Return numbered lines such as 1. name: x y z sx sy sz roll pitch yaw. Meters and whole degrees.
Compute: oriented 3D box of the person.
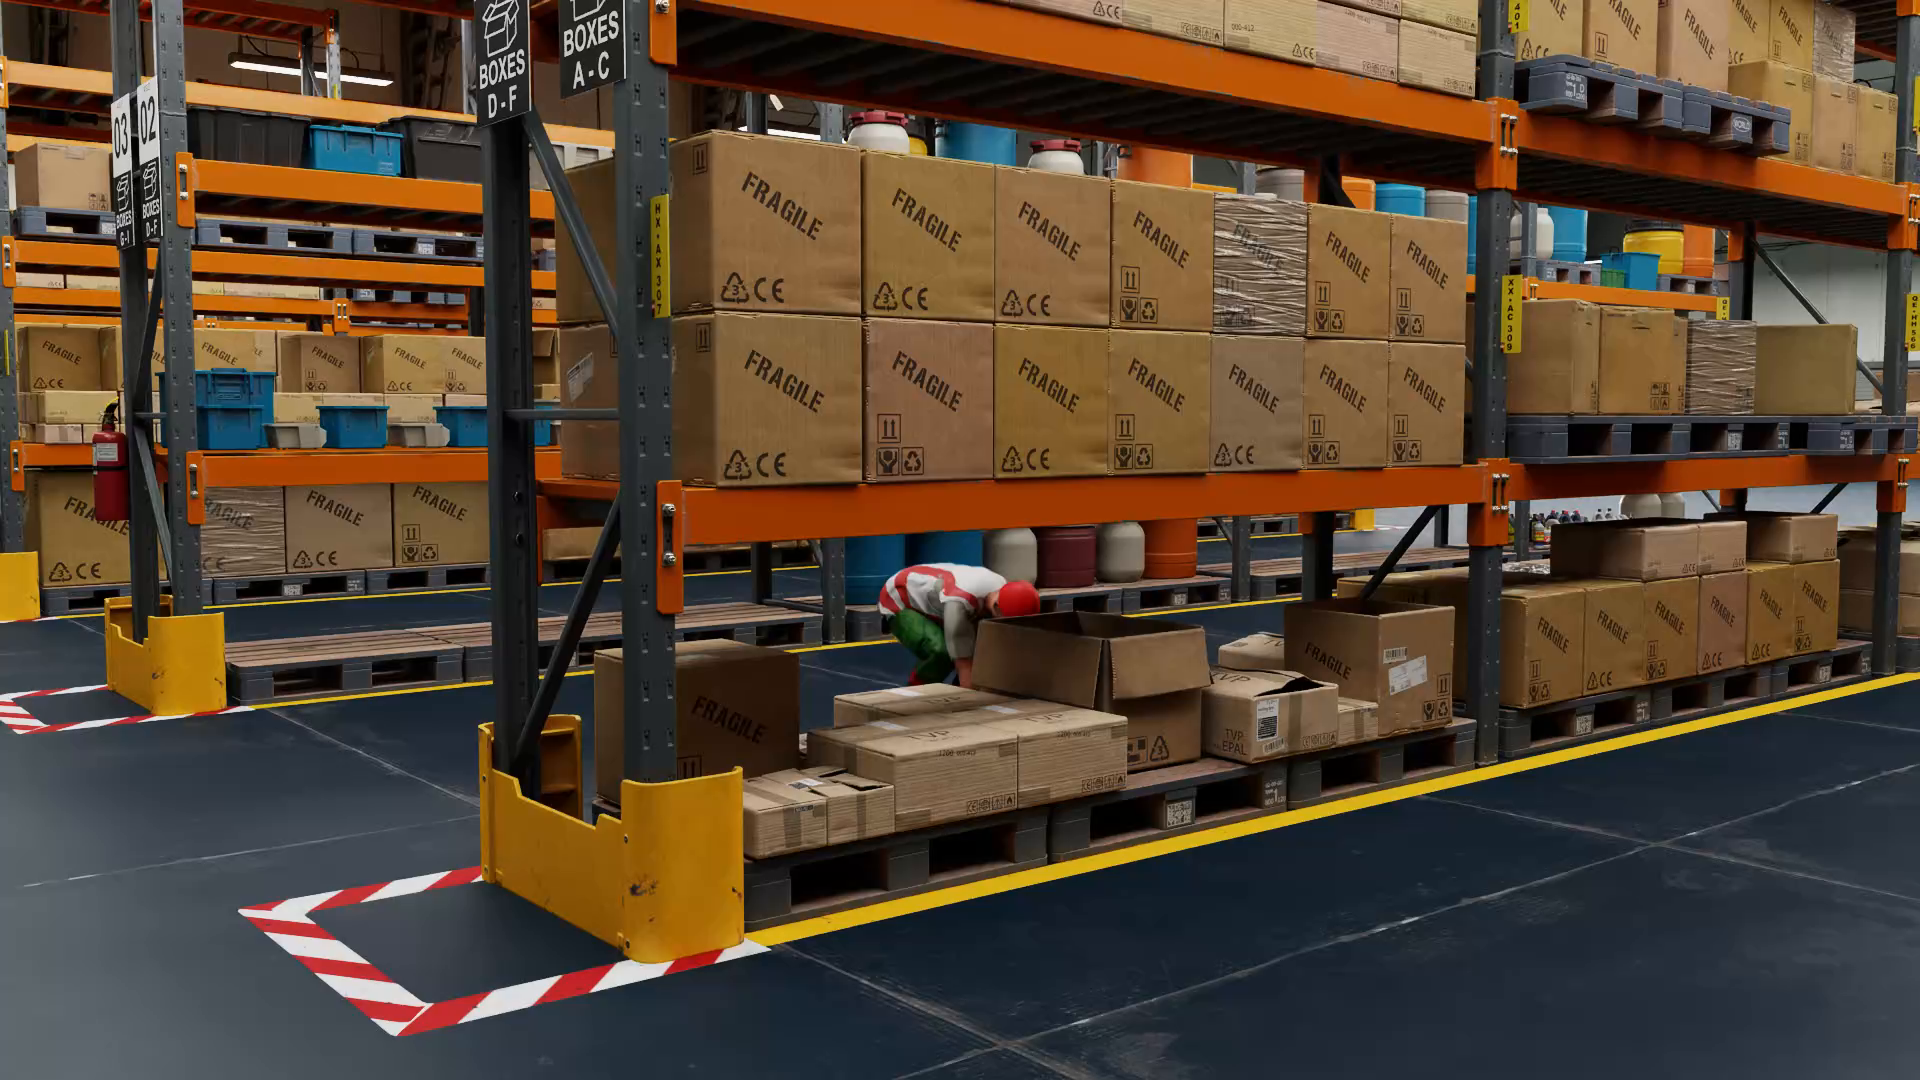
1. person: 0.013 0.528 8.034 0.520 0.819 0.965 -4 6 -40
